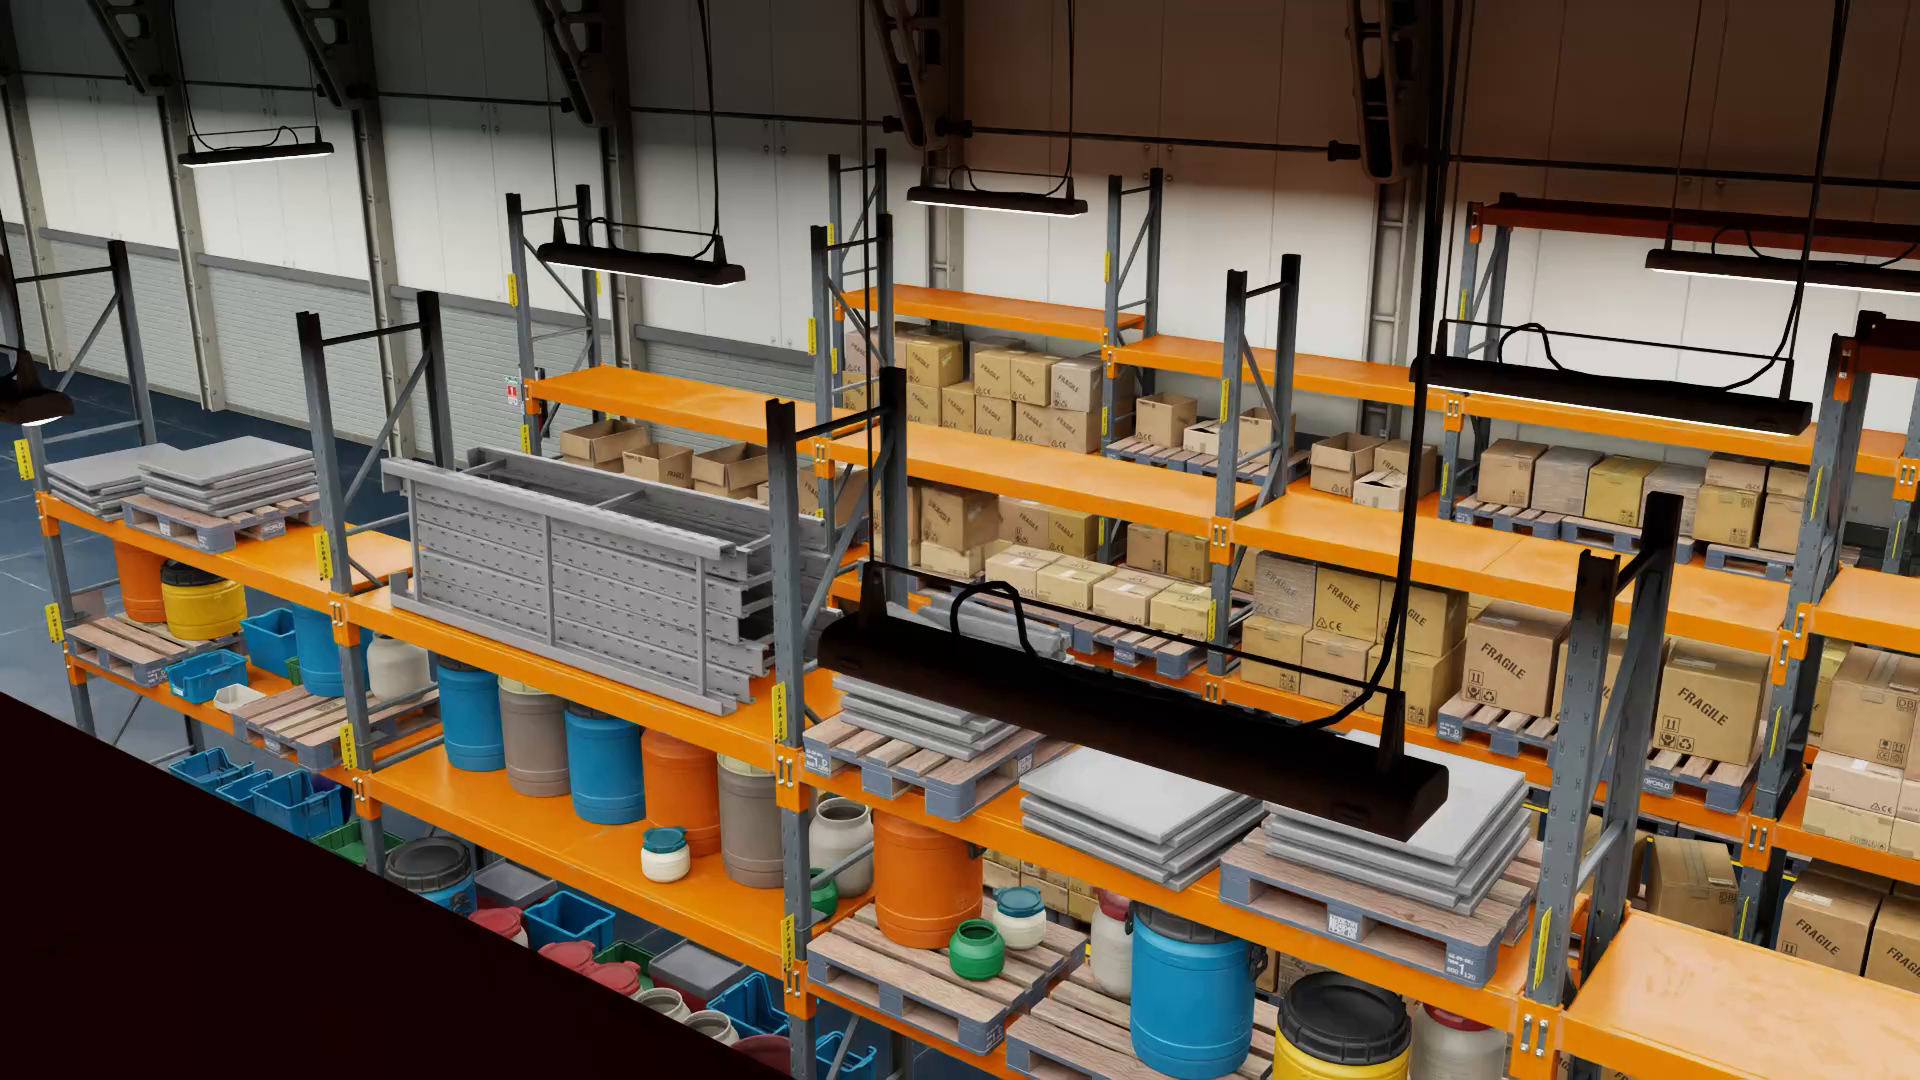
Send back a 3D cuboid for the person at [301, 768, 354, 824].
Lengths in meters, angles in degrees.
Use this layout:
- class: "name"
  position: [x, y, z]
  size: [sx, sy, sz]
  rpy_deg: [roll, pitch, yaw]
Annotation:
- class: "person"
  position: [-6.007, 2.242, 15.838]
  size: [0.496, 1.594, 0.976]
  rpy_deg: [-14, 23, -36]
